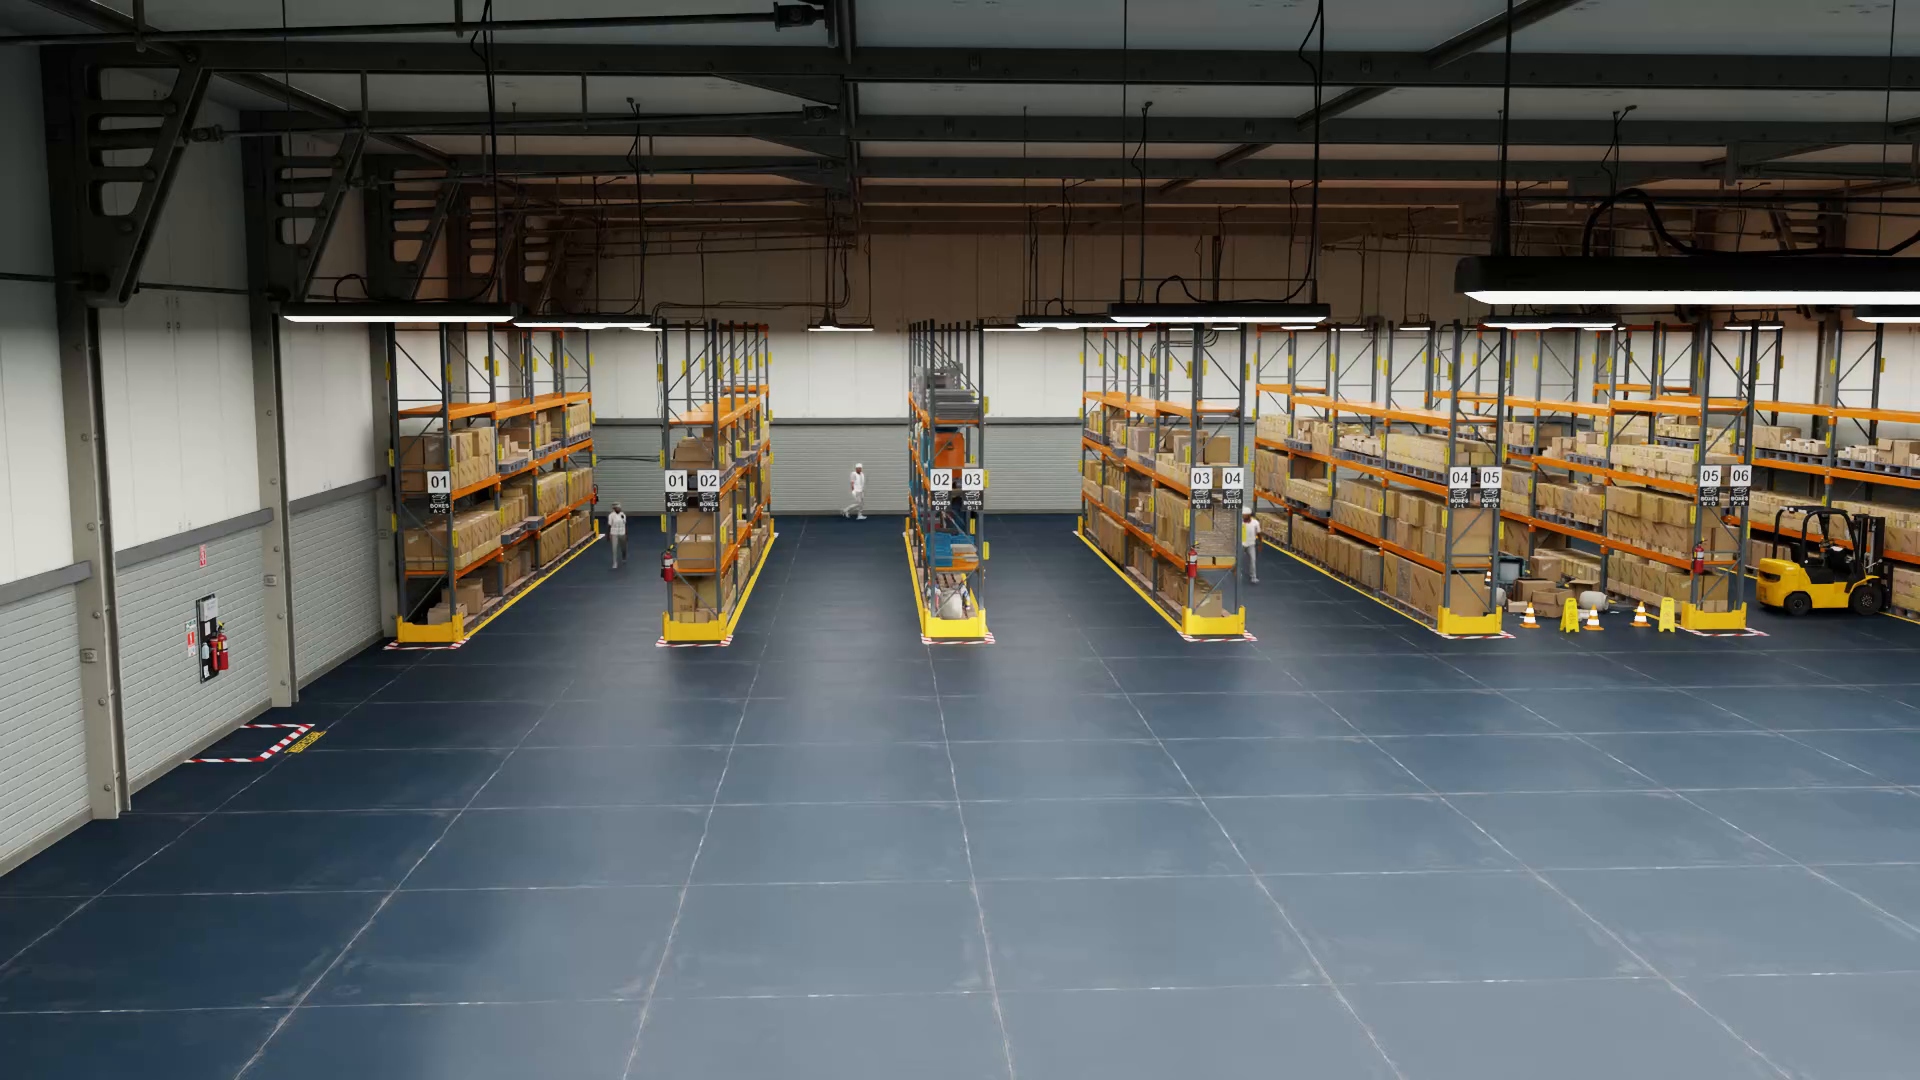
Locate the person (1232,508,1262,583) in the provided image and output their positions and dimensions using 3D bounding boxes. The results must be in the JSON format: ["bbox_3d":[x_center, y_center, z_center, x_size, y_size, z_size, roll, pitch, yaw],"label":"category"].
[{"bbox_3d":[6.669,0.109,38.561,0.758,1.721,1.028,-1,7,-11],"label":"person"}]

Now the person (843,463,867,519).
[{"bbox_3d":[-3.238,-1.506,51.369,0.726,1.751,0.584,0,7,2],"label":"person"}]

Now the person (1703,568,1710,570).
[{"bbox_3d":[16.792,0.287,37.381,0.465,1.698,0.496,5,9,36],"label":"person"}]

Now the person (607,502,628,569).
[{"bbox_3d":[-8.410,-0.130,40.828,0.529,1.625,0.951,-1,7,-9],"label":"person"}]
